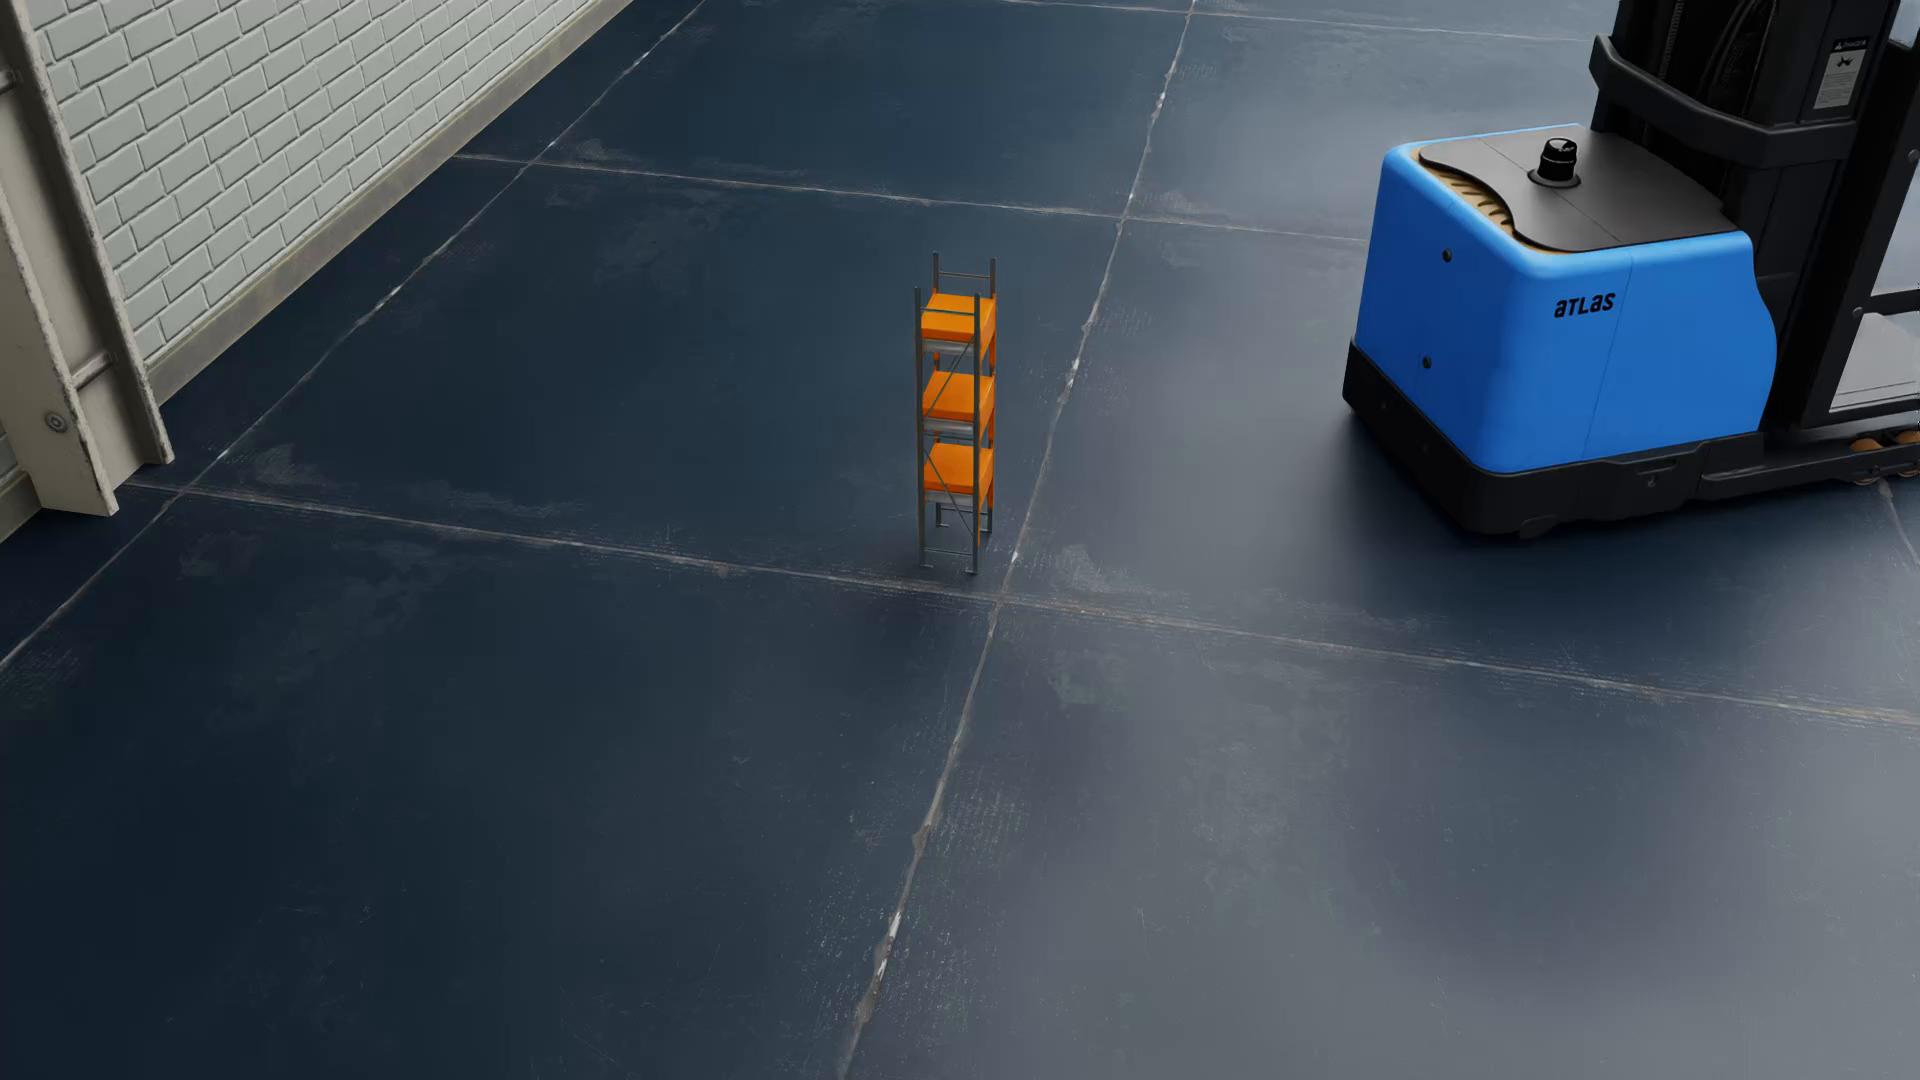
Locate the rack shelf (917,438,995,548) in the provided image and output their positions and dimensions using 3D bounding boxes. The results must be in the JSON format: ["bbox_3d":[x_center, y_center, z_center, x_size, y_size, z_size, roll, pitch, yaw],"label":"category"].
[{"bbox_3d":[-0.011,-0.161,5.569,0.215,0.259,0.240,7,37,10],"label":"rack shelf"}]

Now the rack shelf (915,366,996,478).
[{"bbox_3d":[-0.011,-0.386,5.406,0.215,0.259,0.240,7,37,10],"label":"rack shelf"}]

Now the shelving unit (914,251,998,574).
[{"bbox_3d":[-0.011,-0.394,5.400,0.215,1.050,0.252,7,37,10],"label":"shelving unit"}]

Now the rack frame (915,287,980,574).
[{"bbox_3d":[-0.037,-0.324,5.303,0.200,1.050,0.008,7,37,10],"label":"rack frame"}]

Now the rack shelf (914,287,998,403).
[{"bbox_3d":[-0.011,-0.616,5.239,0.215,0.259,0.240,7,37,10],"label":"rack shelf"}]

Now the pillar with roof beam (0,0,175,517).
[{"bbox_3d":[1.101,-3.319,2.662,9.100,9.000,0.400,7,37,10],"label":"pillar with roof beam"}]

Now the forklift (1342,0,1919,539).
[{"bbox_3d":[3.045,-1.674,5.562,3.031,2.935,1.130,-10,37,-13],"label":"forklift"}]

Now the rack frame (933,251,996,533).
[{"bbox_3d":[0.015,-0.464,5.496,0.200,1.050,0.008,7,37,10],"label":"rack frame"}]
